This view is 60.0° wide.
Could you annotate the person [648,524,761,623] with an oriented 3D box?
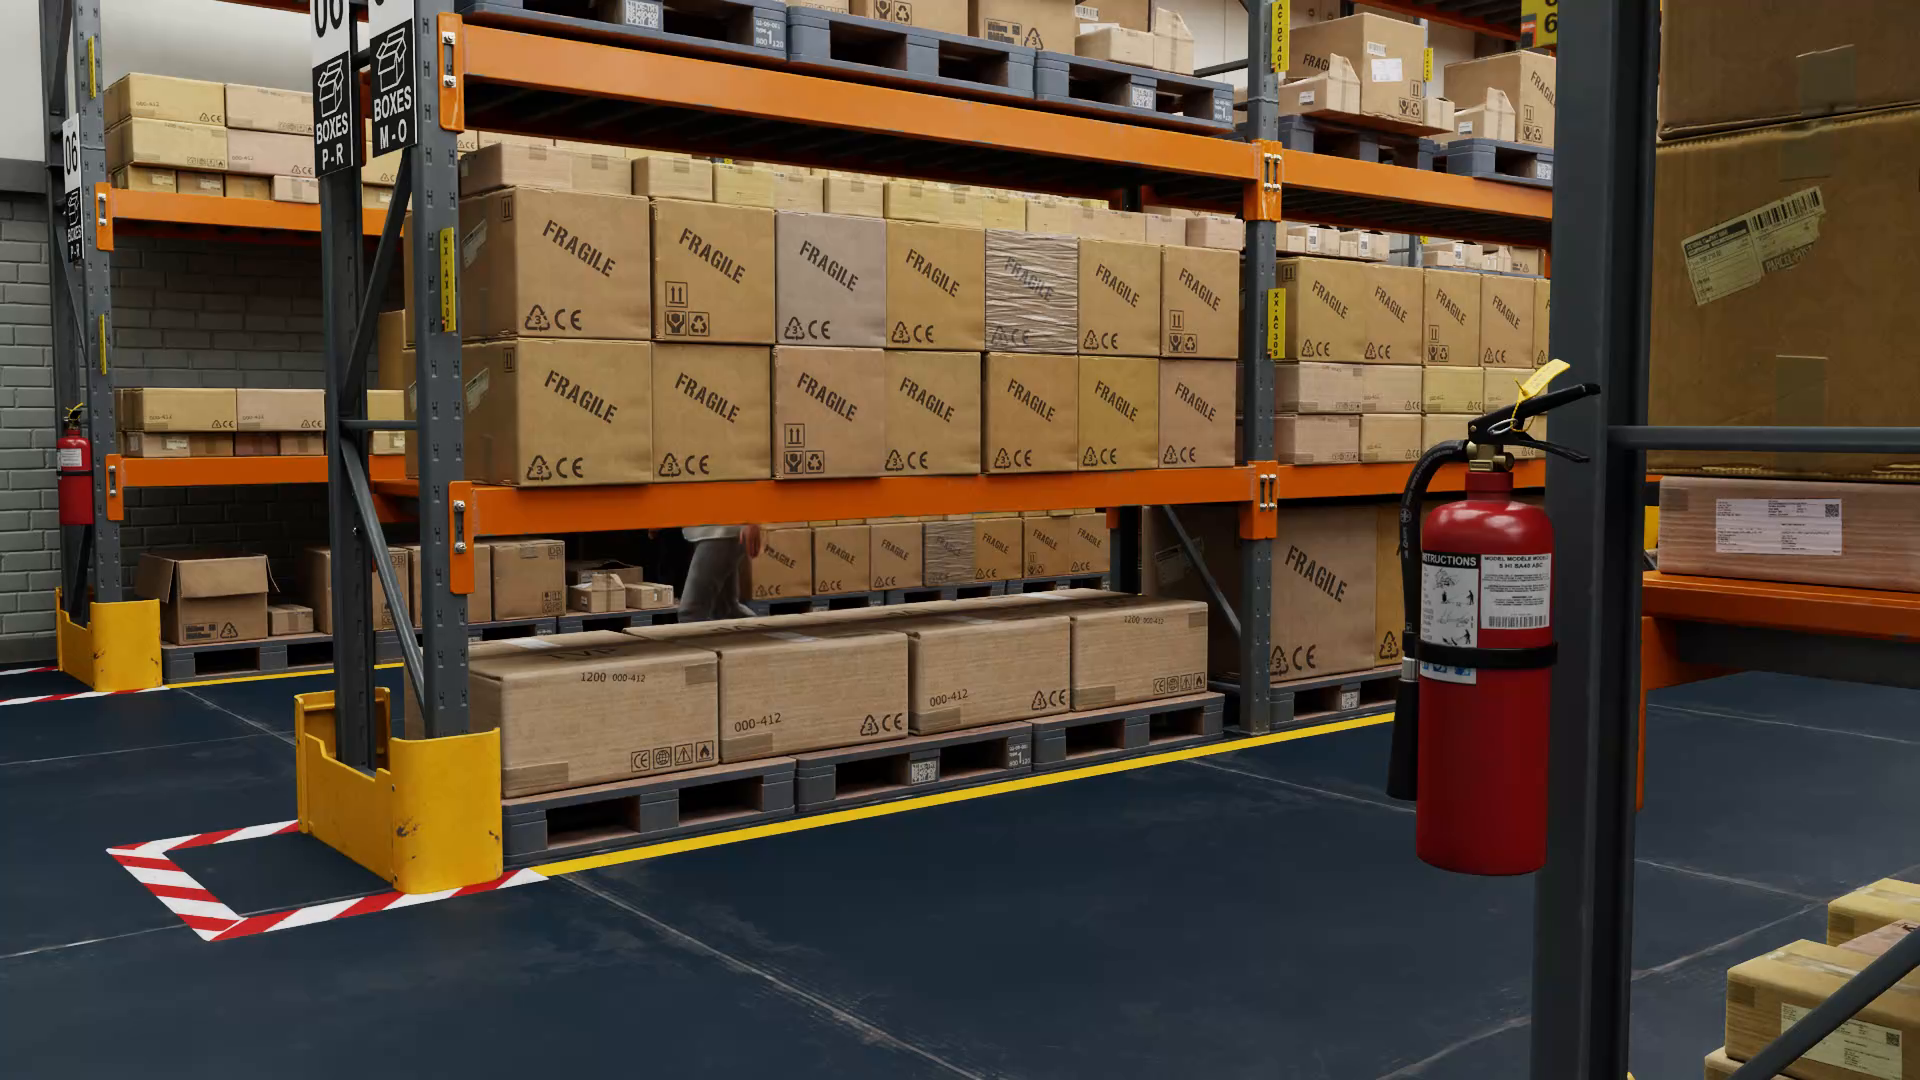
[{"bbox_3d":[-1.275,-0.008,8.914,0.802,1.778,0.673,-2,5,-22],"label":"person"}]
